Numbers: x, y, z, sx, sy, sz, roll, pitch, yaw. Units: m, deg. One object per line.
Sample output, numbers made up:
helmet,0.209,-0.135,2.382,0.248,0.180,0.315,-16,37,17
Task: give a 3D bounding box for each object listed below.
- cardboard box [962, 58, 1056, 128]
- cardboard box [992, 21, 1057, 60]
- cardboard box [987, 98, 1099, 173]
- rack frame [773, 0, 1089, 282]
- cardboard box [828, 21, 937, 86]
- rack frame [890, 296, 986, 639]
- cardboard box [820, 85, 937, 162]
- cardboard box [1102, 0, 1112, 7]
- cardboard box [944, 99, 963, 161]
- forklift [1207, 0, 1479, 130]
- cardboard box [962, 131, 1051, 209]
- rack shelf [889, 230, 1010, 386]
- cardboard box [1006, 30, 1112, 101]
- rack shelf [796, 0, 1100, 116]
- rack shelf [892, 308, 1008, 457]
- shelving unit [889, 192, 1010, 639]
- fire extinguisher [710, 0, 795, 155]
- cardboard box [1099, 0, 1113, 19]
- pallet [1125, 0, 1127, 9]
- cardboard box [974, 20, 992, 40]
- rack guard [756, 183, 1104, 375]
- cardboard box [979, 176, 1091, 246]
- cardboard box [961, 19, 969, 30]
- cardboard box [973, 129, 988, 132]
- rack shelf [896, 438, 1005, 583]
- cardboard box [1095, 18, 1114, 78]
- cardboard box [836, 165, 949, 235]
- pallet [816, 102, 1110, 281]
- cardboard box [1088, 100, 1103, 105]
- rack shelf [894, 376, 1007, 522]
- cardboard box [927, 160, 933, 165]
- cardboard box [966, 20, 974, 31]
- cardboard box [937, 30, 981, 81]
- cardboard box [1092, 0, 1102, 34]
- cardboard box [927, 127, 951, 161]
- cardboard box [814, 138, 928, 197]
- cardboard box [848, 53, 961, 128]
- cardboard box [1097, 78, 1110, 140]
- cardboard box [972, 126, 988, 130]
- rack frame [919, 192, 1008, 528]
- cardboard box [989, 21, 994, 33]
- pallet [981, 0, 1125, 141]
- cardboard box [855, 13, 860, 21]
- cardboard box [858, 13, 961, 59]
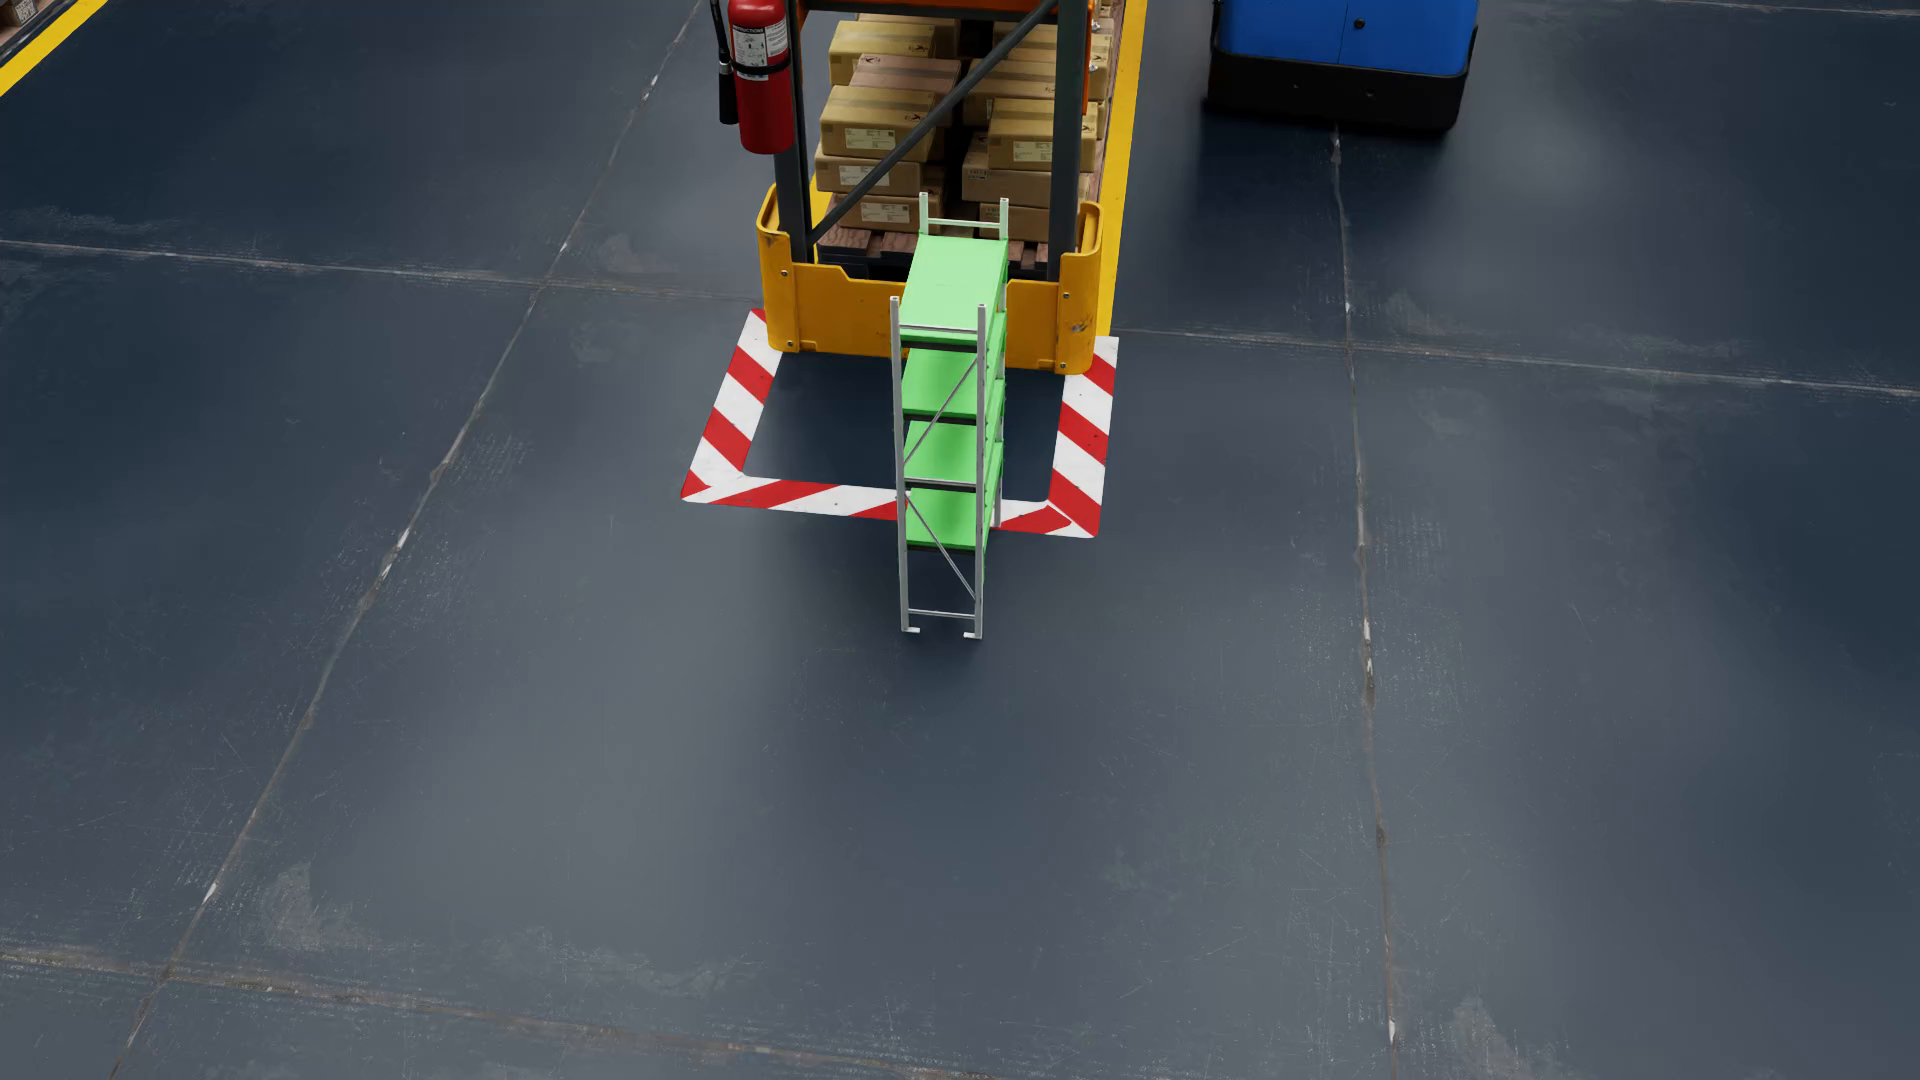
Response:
cardboard box,0.214,-1.641,6.137,0.380,0.149,0.250,6,44,6
cardboard box,0.325,-1.978,6.493,0.380,0.149,0.250,3,44,3
cardboard box,0.297,-1.442,5.927,0.380,0.149,0.250,3,44,4
rack frame,-0.109,-1.783,4.951,1.000,3.000,0.127,5,44,6
cardboard box,-0.292,-1.854,6.362,0.380,0.149,0.250,4,44,5
rack frame,-0.054,-0.156,4.543,0.240,1.200,0.015,5,44,6
cardboard box,-0.291,-1.500,5.988,0.380,0.149,0.250,6,44,6
cardboard box,0.451,-2.341,6.876,0.380,0.149,0.250,6,44,6
cardboard box,-0.193,-1.635,6.563,0.380,0.149,0.250,5,44,5
forklift,1.899,-3.809,7.141,1.130,2.935,3.031,9,44,9
cardboard box,0.214,-1.342,6.037,0.380,0.149,0.250,7,44,7
rack shelf,-0.022,-0.625,4.432,0.258,0.148,0.480,5,44,6
cardboard box,0.374,-1.801,6.306,0.380,0.149,0.250,5,44,5
rack shelf,0.155,-2.885,6.638,1.077,0.370,4.000,5,44,6
rack shelf,-0.022,-0.451,4.597,0.258,0.148,0.480,5,44,6
shelving unit,-0.022,-0.323,4.718,0.258,1.200,0.503,5,44,6
fire extinguisher,-0.600,-1.490,4.969,0.296,0.674,0.183,5,44,6
cardboard box,0.468,-2.284,7.248,0.380,0.149,0.250,5,44,6
pallet,0.366,-3.036,8.302,1.003,0.211,1.213,5,44,6
cardboard box,-0.038,-2.333,7.301,0.380,0.149,0.250,6,44,7
rack guard,-0.099,-0.927,5.865,1.175,0.500,0.348,5,44,6
cardboard box,0.277,-1.228,6.134,0.380,0.149,0.250,6,44,6
cardboard box,-0.148,-2.275,7.023,0.380,0.149,0.250,7,44,8
cardboard box,0.257,-1.584,6.509,0.380,0.149,0.250,6,44,6
rack shelf,-0.022,-0.102,4.927,0.258,0.148,0.480,5,44,6
cardboard box,0.457,-2.093,7.046,0.380,0.149,0.250,3,44,3
cardboard box,-0.247,-1.278,6.186,0.380,0.149,0.250,6,44,6
pallet,0.043,-1.373,6.546,1.003,0.211,1.213,5,44,6
cardboard box,0.393,-1.863,6.588,0.380,0.149,0.250,7,44,7
rack shelf,-0.022,-0.276,4.762,0.258,0.148,0.480,5,44,6
cardboard box,-0.313,-1.462,6.381,0.380,0.149,0.250,6,44,7
cardboard box,-0.145,-2.168,7.126,0.380,0.149,0.250,6,44,6
cardboard box,-0.118,-1.922,6.650,0.380,0.149,0.250,5,44,5
cardboard box,0.371,-2.166,6.691,0.380,0.149,0.250,7,44,7
cardboard box,-0.235,-1.567,6.275,0.380,0.149,0.250,4,44,5
cardboard box,-0.323,-1.394,6.092,0.380,0.149,0.250,4,44,4
cardboard box,-0.201,-1.666,6.163,0.380,0.149,0.250,6,44,6
cardboard box,0.399,-1.748,6.683,0.380,0.149,0.250,6,44,6
cardboard box,0.251,-1.698,6.414,0.380,0.149,0.250,6,44,6
rack frame,0.010,-0.489,4.894,0.240,1.200,0.015,5,44,6
cardboard box,0.328,-2.241,6.987,0.380,0.149,0.250,7,44,8
pallet,0.207,-2.202,7.422,1.003,0.211,1.213,5,44,6
cardboard box,-0.215,-2.213,6.741,0.380,0.149,0.250,7,44,7
cardboard box,-0.195,-2.025,6.542,0.380,0.149,0.250,4,44,4
